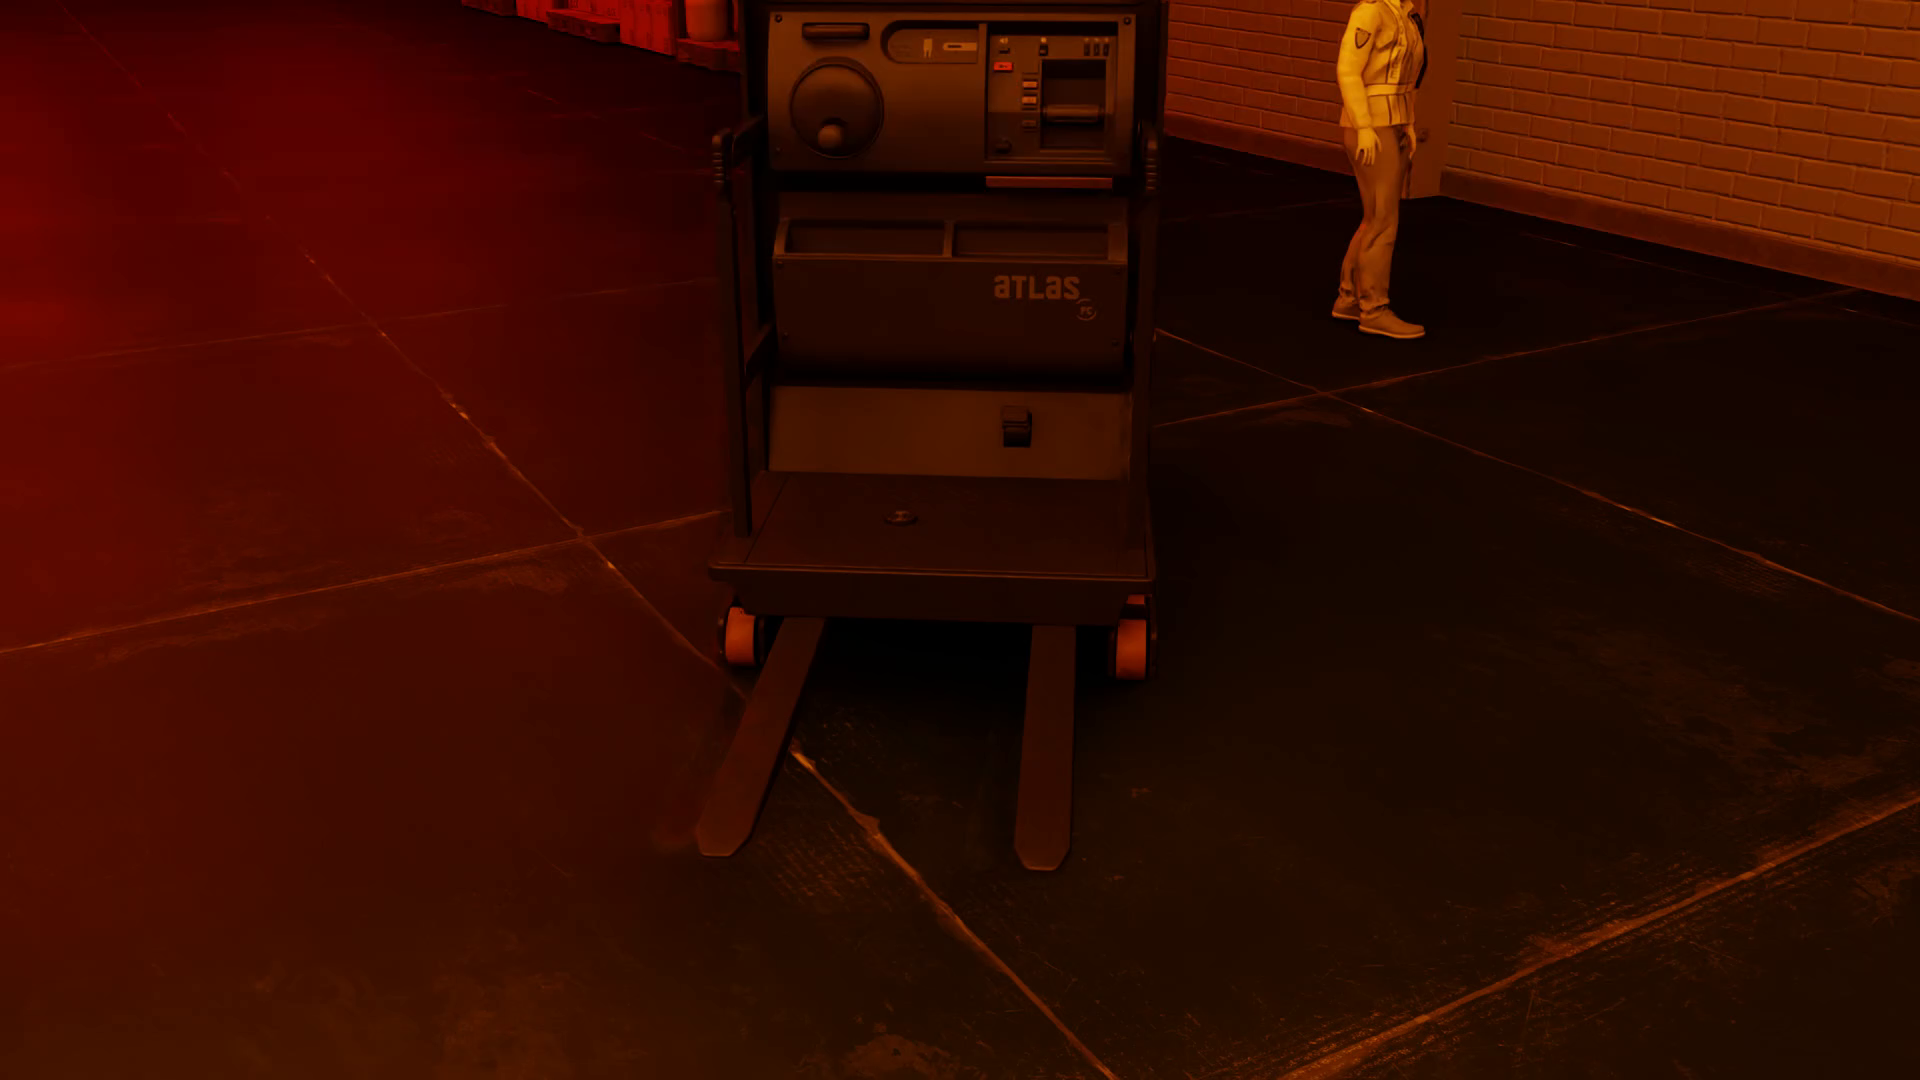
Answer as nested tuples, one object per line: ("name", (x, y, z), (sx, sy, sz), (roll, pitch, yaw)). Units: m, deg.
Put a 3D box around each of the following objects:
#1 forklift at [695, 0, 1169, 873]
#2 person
("forklift", (-0.038, -1.124, 4.012), (1.130, 2.935, 3.031), (2, 22, 4))
("person", (1.884, -1.743, 7.181), (0.476, 1.676, 0.657), (10, 24, 24))
